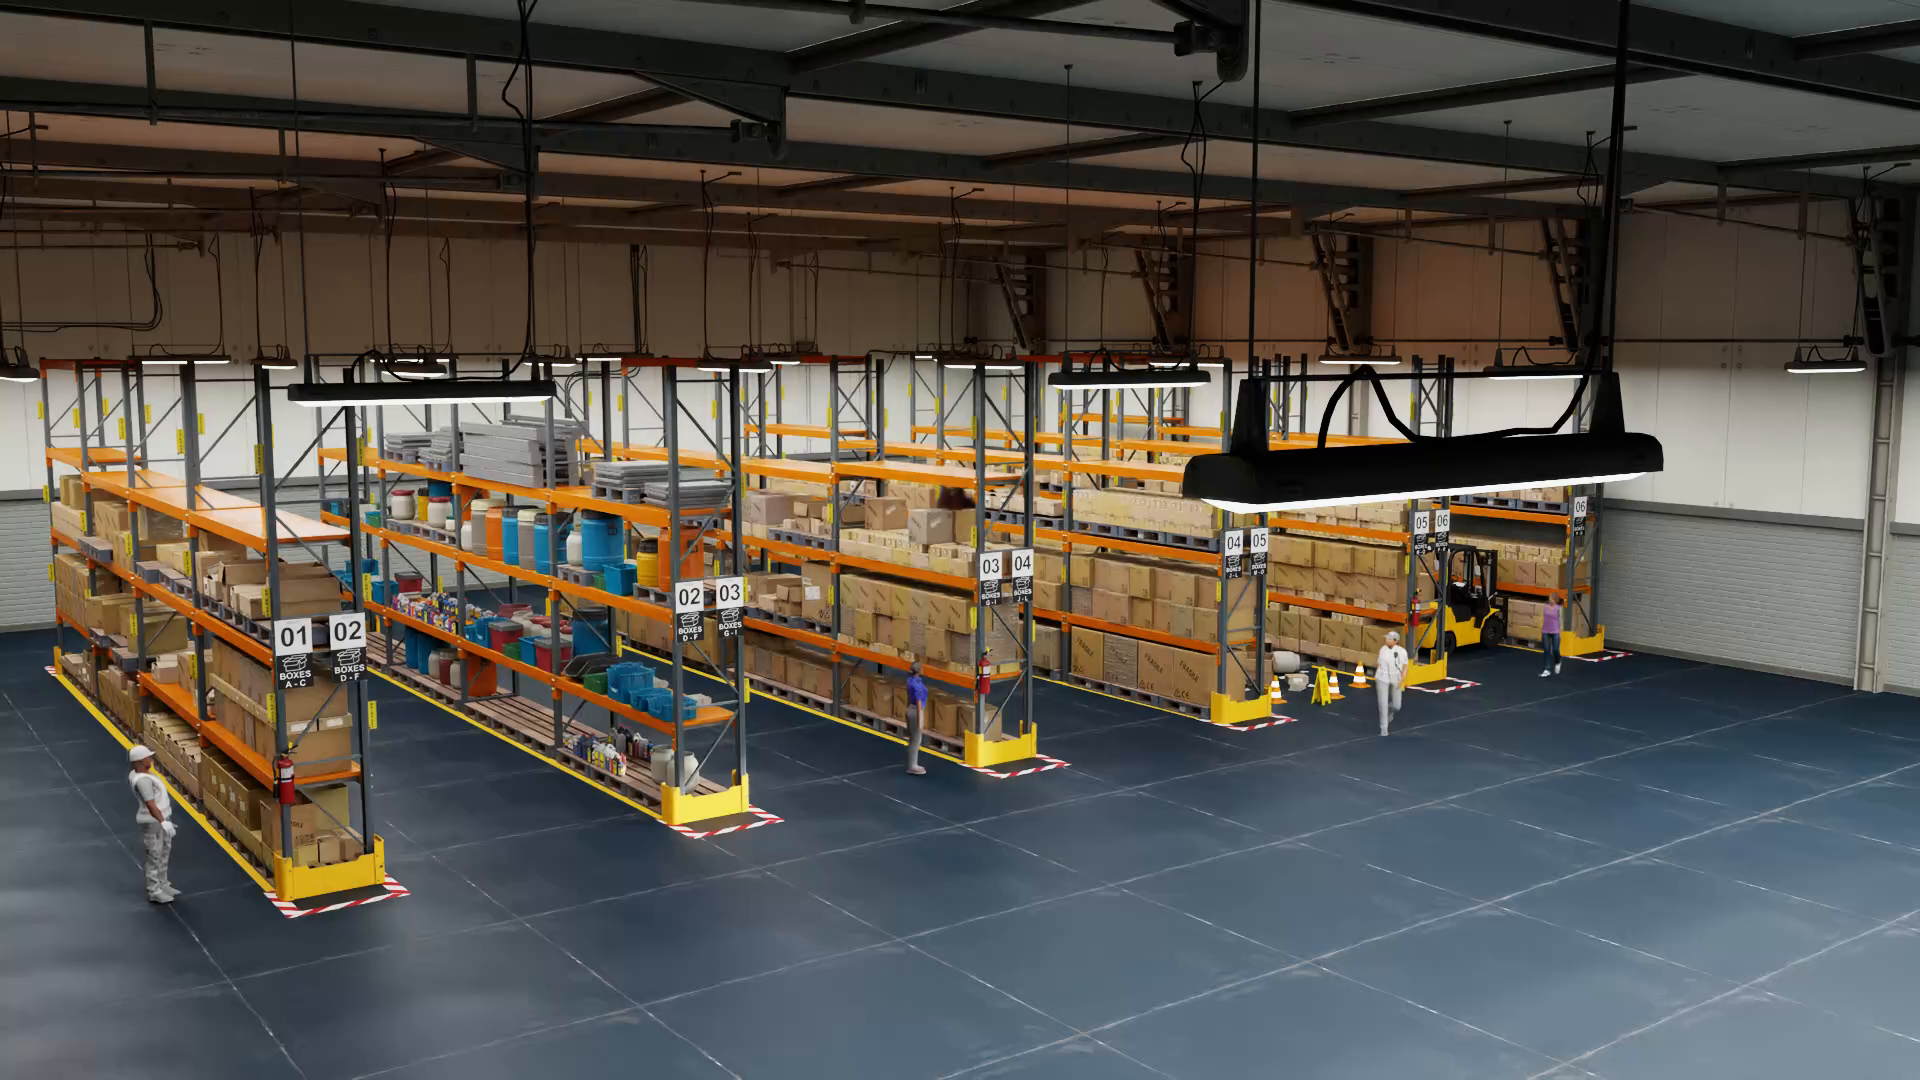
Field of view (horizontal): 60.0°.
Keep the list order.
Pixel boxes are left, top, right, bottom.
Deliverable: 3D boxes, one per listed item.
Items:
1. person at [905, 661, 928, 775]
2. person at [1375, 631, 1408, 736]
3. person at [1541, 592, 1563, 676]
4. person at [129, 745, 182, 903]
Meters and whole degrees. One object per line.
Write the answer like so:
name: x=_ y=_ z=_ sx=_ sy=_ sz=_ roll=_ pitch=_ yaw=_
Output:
person: x=-0.643 y=2.594 z=24.349 sx=0.324 sy=1.668 sz=0.549 roll=-2 pitch=7 yaw=-17
person: x=6.948 y=2.289 z=26.868 sx=0.503 sy=1.664 sz=0.652 roll=0 pitch=7 yaw=2
person: x=11.173 y=1.767 z=31.370 sx=0.409 sy=1.600 sz=0.445 roll=4 pitch=8 yaw=33
person: x=-9.115 y=3.207 z=18.856 sx=0.590 sy=1.822 sz=0.649 roll=-1 pitch=7 yaw=-6
